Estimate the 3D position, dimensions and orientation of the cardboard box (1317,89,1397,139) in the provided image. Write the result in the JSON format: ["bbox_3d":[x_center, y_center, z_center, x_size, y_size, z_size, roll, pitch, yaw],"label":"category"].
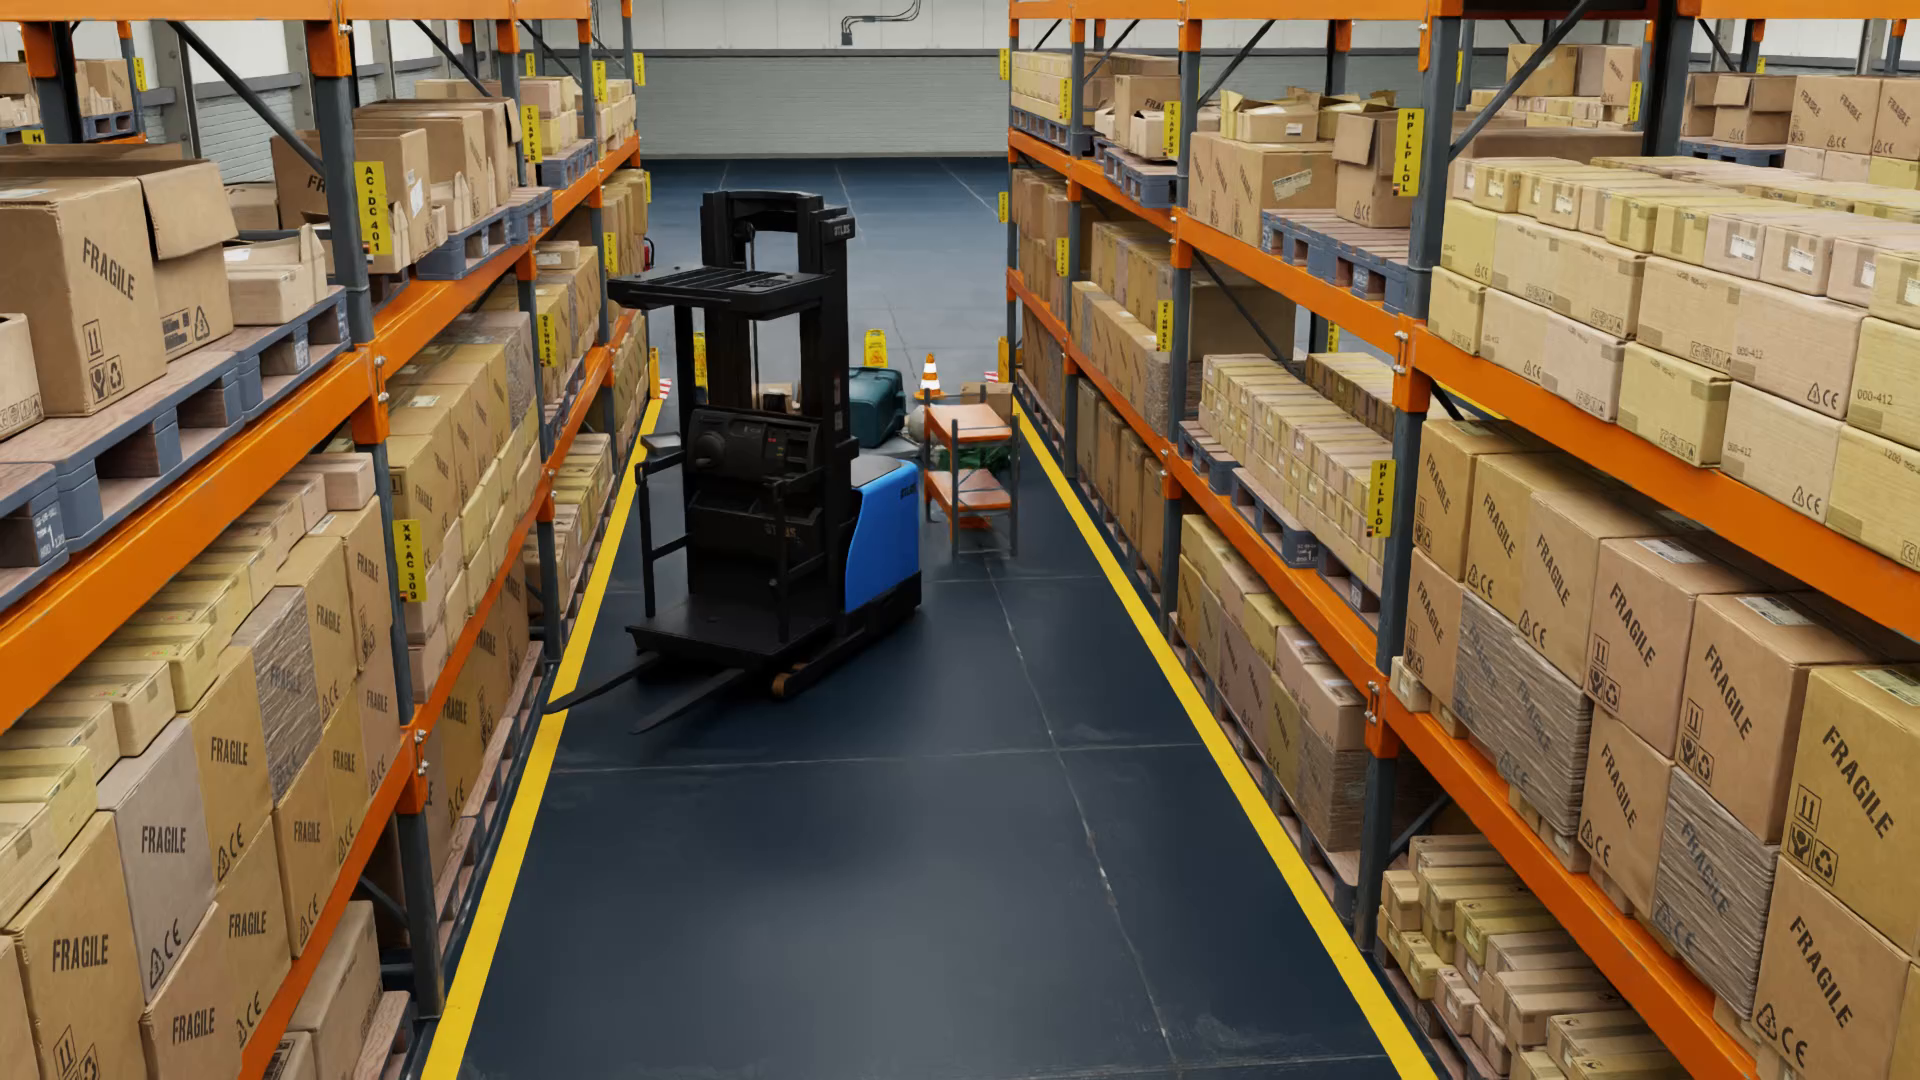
[{"bbox_3d":[2.222,-2.405,9.377,0.396,0.266,0.258,-2,18,-6],"label":"cardboard box"}]

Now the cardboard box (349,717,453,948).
[{"bbox_3d":[-2.791,1.180,7.257,0.875,0.875,0.875,-1,17,-4],"label":"cardboard box"}]

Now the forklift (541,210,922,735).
[{"bbox_3d":[-1.381,-0.536,10.139,1.129,2.843,3.031,9,19,25],"label":"forklift"}]

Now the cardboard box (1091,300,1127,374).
[{"bbox_3d":[1.329,-1.601,13.101,0.500,0.500,0.500,-2,18,-6],"label":"cardboard box"}]

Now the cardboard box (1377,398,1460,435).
[{"bbox_3d":[2.491,-0.673,9.038,0.380,0.149,0.250,-1,17,-3],"label":"cardboard box"}]

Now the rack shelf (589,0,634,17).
[{"bbox_3d":[-3.678,-4.948,15.120,1.077,0.370,4.000,-2,18,-6],"label":"rack shelf"}]

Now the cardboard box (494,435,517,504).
[{"bbox_3d":[-2.627,-0.369,8.760,0.500,0.250,0.500,-2,18,-7],"label":"cardboard box"}]

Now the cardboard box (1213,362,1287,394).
[{"bbox_3d":[1.739,-0.966,9.973,0.380,0.149,0.250,-2,18,-7],"label":"cardboard box"}]

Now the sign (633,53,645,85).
[{"bbox_3d":[-3.331,-4.891,17.262,0.100,0.325,0.005,-2,18,-6],"label":"sign"}]

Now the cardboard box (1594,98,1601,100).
[{"bbox_3d":[6.426,-4.260,16.315,0.380,0.149,0.250,-1,17,-4],"label":"cardboard box"}]

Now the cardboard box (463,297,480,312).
[{"bbox_3d":[-3.447,-1.313,10.988,0.500,0.500,0.500,-2,18,-7],"label":"cardboard box"}]

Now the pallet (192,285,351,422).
[{"bbox_3d":[-2.573,-0.596,5.207,1.003,0.211,1.213,-2,18,-6],"label":"pallet"}]

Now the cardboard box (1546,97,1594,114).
[{"bbox_3d":[5.983,-4.254,16.296,0.380,0.149,0.250,-2,18,-8],"label":"cardboard box"}]

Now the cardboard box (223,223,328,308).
[{"bbox_3d":[-2.263,-0.886,5.339,0.396,0.266,0.258,-1,17,-4],"label":"cardboard box"}]

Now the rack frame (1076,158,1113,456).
[{"bbox_3d":[1.444,-2.018,14.596,0.949,2.616,0.053,-2,18,-6],"label":"rack frame"}]

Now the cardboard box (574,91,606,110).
[{"bbox_3d":[-3.254,-3.786,14.308,0.380,0.149,0.250,-2,18,-7],"label":"cardboard box"}]

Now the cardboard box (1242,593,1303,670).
[{"bbox_3d":[1.830,0.476,8.874,0.500,0.250,0.500,-3,18,-8],"label":"cardboard box"}]

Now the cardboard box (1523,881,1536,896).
[{"bbox_3d":[2.615,1.468,7.056,0.380,0.149,0.250,-1,17,-5],"label":"cardboard box"}]

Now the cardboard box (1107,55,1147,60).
[{"bbox_3d":[1.585,-4.530,15.809,0.380,0.149,0.250,-2,18,-6],"label":"cardboard box"}]

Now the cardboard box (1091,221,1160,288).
[{"bbox_3d":[1.498,-2.395,13.960,0.700,0.500,0.500,-2,18,-7],"label":"cardboard box"}]

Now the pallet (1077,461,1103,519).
[{"bbox_3d":[1.596,-0.460,14.289,1.003,0.211,1.213,-2,18,-6],"label":"pallet"}]

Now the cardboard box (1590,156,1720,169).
[{"bbox_3d":[2.571,-1.338,6.172,0.380,0.149,0.250,-3,18,-8],"label":"cardboard box"}]

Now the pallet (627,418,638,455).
[{"bbox_3d":[-3.706,-1.067,16.225,1.003,0.211,1.213,-2,18,-6],"label":"pallet"}]

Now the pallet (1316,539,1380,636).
[{"bbox_3d":[2.332,0.225,7.772,1.003,0.211,1.213,-2,18,-6],"label":"pallet"}]

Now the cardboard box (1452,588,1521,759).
[{"bbox_3d":[2.125,0.479,5.981,0.500,0.500,0.500,-2,18,-6],"label":"cardboard box"}]

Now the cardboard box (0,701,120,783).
[{"bbox_3d":[-2.131,0.481,3.719,0.380,0.149,0.250,-2,18,-5],"label":"cardboard box"}]

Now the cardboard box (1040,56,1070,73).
[{"bbox_3d":[0.957,-4.432,15.500,0.380,0.149,0.250,-2,18,-6],"label":"cardboard box"}]

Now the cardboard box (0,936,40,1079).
[{"bbox_3d":[-2.001,1.064,2.944,0.500,0.500,0.500,-2,18,-7],"label":"cardboard box"}]

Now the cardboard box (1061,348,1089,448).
[{"bbox_3d":[1.446,-1.394,15.455,0.875,0.875,0.875,-2,17,-5],"label":"cardboard box"}]

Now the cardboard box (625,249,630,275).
[{"bbox_3d":[-3.426,-2.613,15.828,0.500,0.500,0.500,-2,17,-5],"label":"cardboard box"}]

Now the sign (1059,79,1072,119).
[{"bbox_3d":[0.889,-3.716,14.001,0.100,0.325,0.005,-2,18,-6],"label":"sign"}]

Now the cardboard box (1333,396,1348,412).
[{"bbox_3d":[2.416,-0.757,9.803,0.380,0.149,0.250,-1,17,-4],"label":"cardboard box"}]

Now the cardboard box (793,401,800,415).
[{"bbox_3d":[-1.740,-1.338,17.191,0.380,0.149,0.250,8,19,23],"label":"cardboard box"}]

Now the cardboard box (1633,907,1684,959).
[{"bbox_3d":[2.275,1.124,5.008,0.380,0.149,0.250,-1,17,-5],"label":"cardboard box"}]

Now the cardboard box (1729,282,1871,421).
[{"bbox_3d":[2.274,-0.475,4.090,0.500,0.250,0.500,-2,17,-5],"label":"cardboard box"}]

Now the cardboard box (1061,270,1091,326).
[{"bbox_3d":[1.391,-2.199,14.922,0.875,0.550,0.550,-2,18,-6],"label":"cardboard box"}]

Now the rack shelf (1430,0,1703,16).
[{"bbox_3d":[2.472,-1.556,4.315,1.077,0.370,4.000,-2,18,-6],"label":"rack shelf"}]

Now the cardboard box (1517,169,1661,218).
[{"bbox_3d":[2.132,-1.173,5.648,0.380,0.149,0.250,-2,18,-6],"label":"cardboard box"}]

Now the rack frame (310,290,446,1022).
[{"bbox_3d":[-2.647,0.549,6.421,1.000,3.000,0.127,-2,18,-6],"label":"rack frame"}]

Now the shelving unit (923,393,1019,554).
[{"bbox_3d":[0.073,-0.534,12.962,0.538,0.981,1.030,-4,19,-12],"label":"shelving unit"}]

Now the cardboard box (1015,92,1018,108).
[{"bbox_3d":[0.772,-4.581,17.303,0.380,0.149,0.250,-2,18,-5],"label":"cardboard box"}]

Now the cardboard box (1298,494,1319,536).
[{"bbox_3d":[1.917,-0.136,8.320,0.380,0.149,0.250,-3,18,-8],"label":"cardboard box"}]

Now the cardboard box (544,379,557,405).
[{"bbox_3d":[-2.886,-0.994,11.054,0.380,0.149,0.250,-3,18,-9],"label":"cardboard box"}]

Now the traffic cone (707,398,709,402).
[{"bbox_3d":[-2.557,-1.728,17.908,0.336,0.463,0.334,-2,18,-6],"label":"traffic cone"}]

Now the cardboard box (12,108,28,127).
[{"bbox_3d":[-8.232,-3.611,14.216,0.390,0.149,0.266,-2,18,-6],"label":"cardboard box"}]

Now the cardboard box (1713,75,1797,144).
[{"bbox_3d":[6.433,-3.398,13.110,0.797,0.503,0.637,-1,17,-3],"label":"cardboard box"}]

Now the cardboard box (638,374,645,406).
[{"bbox_3d":[-3.488,-1.528,16.925,0.500,0.250,0.500,-2,18,-5],"label":"cardboard box"}]

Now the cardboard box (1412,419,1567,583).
[{"bbox_3d":[2.070,-0.159,6.342,0.500,0.500,0.500,-1,17,-4],"label":"cardboard box"}]

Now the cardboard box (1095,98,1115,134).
[{"bbox_3d":[1.255,-3.445,13.491,0.258,0.266,0.396,-2,18,-7],"label":"cardboard box"}]

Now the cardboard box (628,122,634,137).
[{"bbox_3d":[-3.511,-4.167,16.853,0.380,0.149,0.250,-2,18,-5],"label":"cardboard box"}]

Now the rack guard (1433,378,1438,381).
[{"bbox_3d":[5.980,-2.117,19.086,1.175,0.500,0.348,-2,18,-6],"label":"rack guard"}]

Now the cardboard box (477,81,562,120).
[{"bbox_3d":[-3.158,-3.161,11.944,0.500,0.250,0.500,-1,17,-5],"label":"cardboard box"}]

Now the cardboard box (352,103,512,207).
[{"bbox_3d":[-2.768,-2.033,8.769,0.700,0.500,0.500,-3,18,-8],"label":"cardboard box"}]
